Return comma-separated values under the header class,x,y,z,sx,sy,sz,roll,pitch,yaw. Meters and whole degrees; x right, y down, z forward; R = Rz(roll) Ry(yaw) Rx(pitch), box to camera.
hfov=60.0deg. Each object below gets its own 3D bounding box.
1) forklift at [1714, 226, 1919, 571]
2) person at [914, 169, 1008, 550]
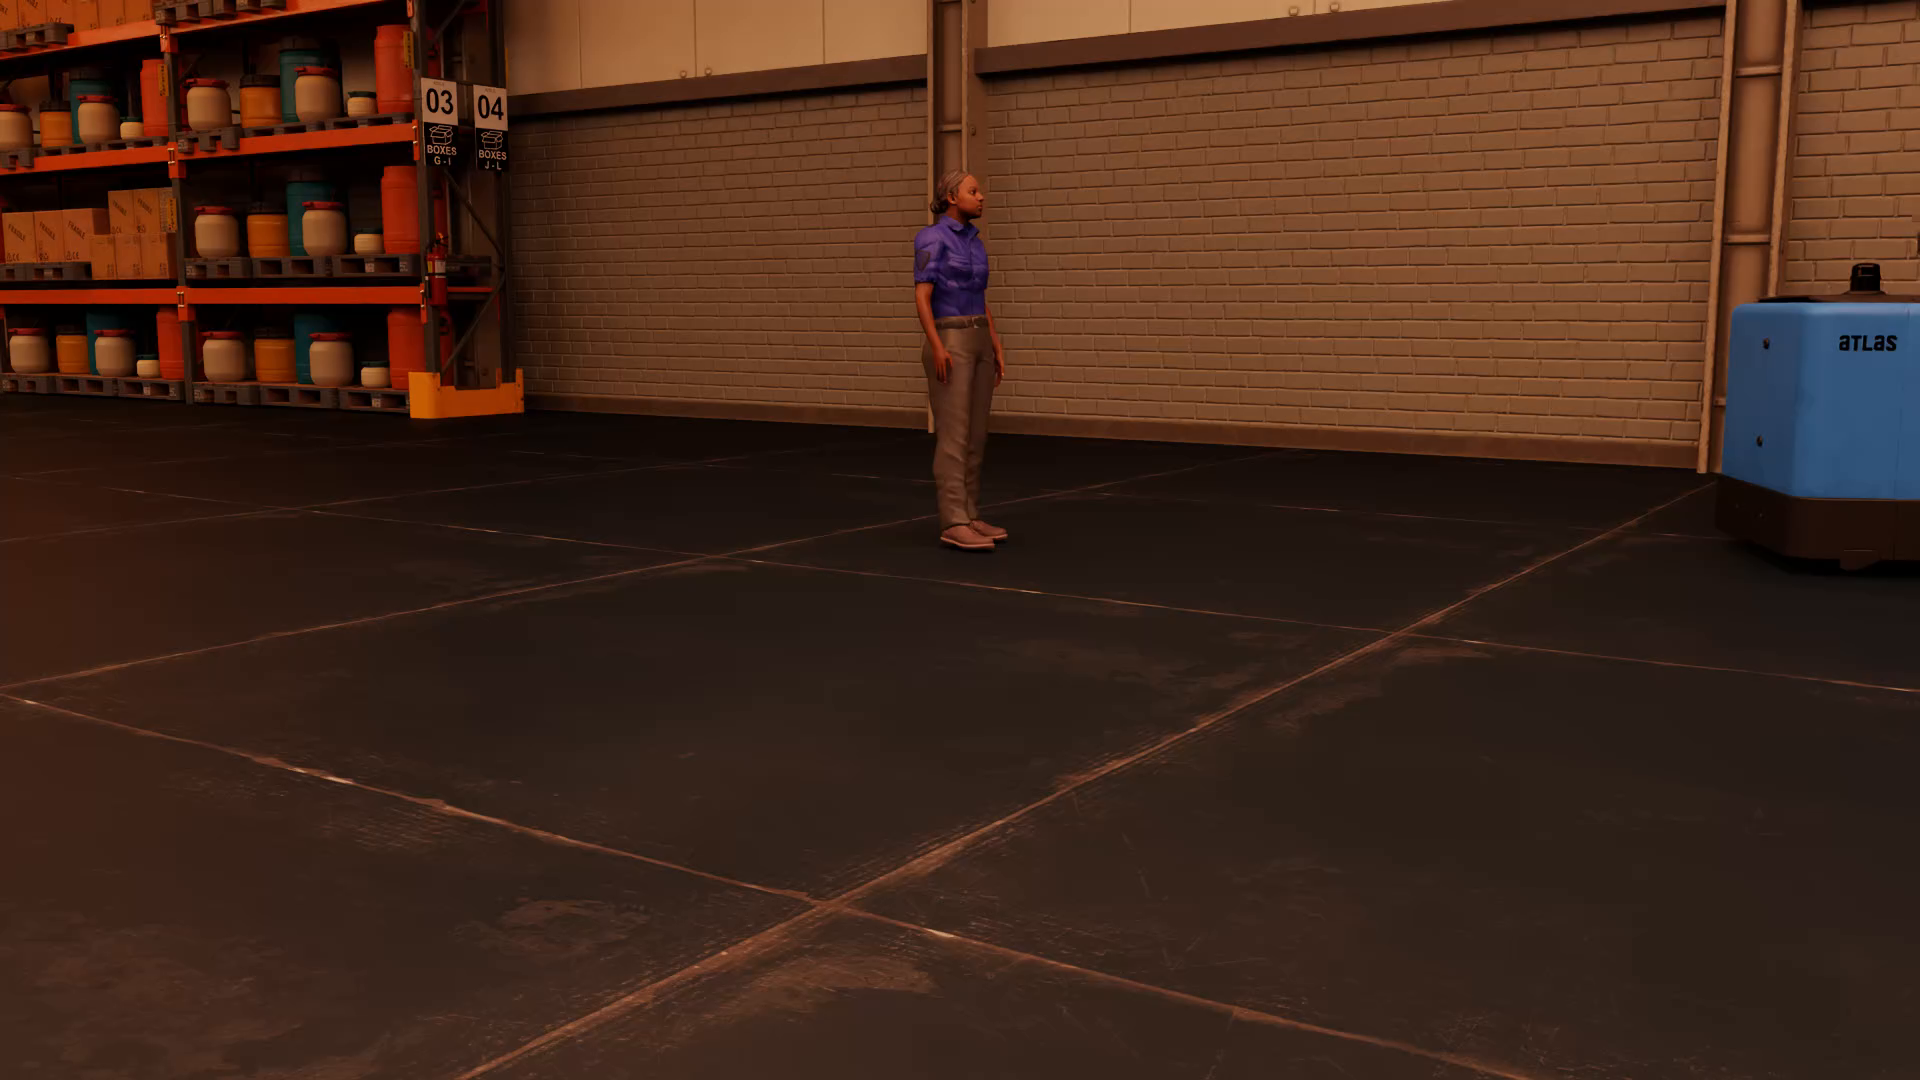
class,x,y,z,sx,sy,sz,roll,pitch,yaw
forklift,4.854,-1.352,6.698,3.031,2.935,1.130,1,8,7
person,0.062,-0.812,7.422,0.503,1.644,0.569,5,10,34
